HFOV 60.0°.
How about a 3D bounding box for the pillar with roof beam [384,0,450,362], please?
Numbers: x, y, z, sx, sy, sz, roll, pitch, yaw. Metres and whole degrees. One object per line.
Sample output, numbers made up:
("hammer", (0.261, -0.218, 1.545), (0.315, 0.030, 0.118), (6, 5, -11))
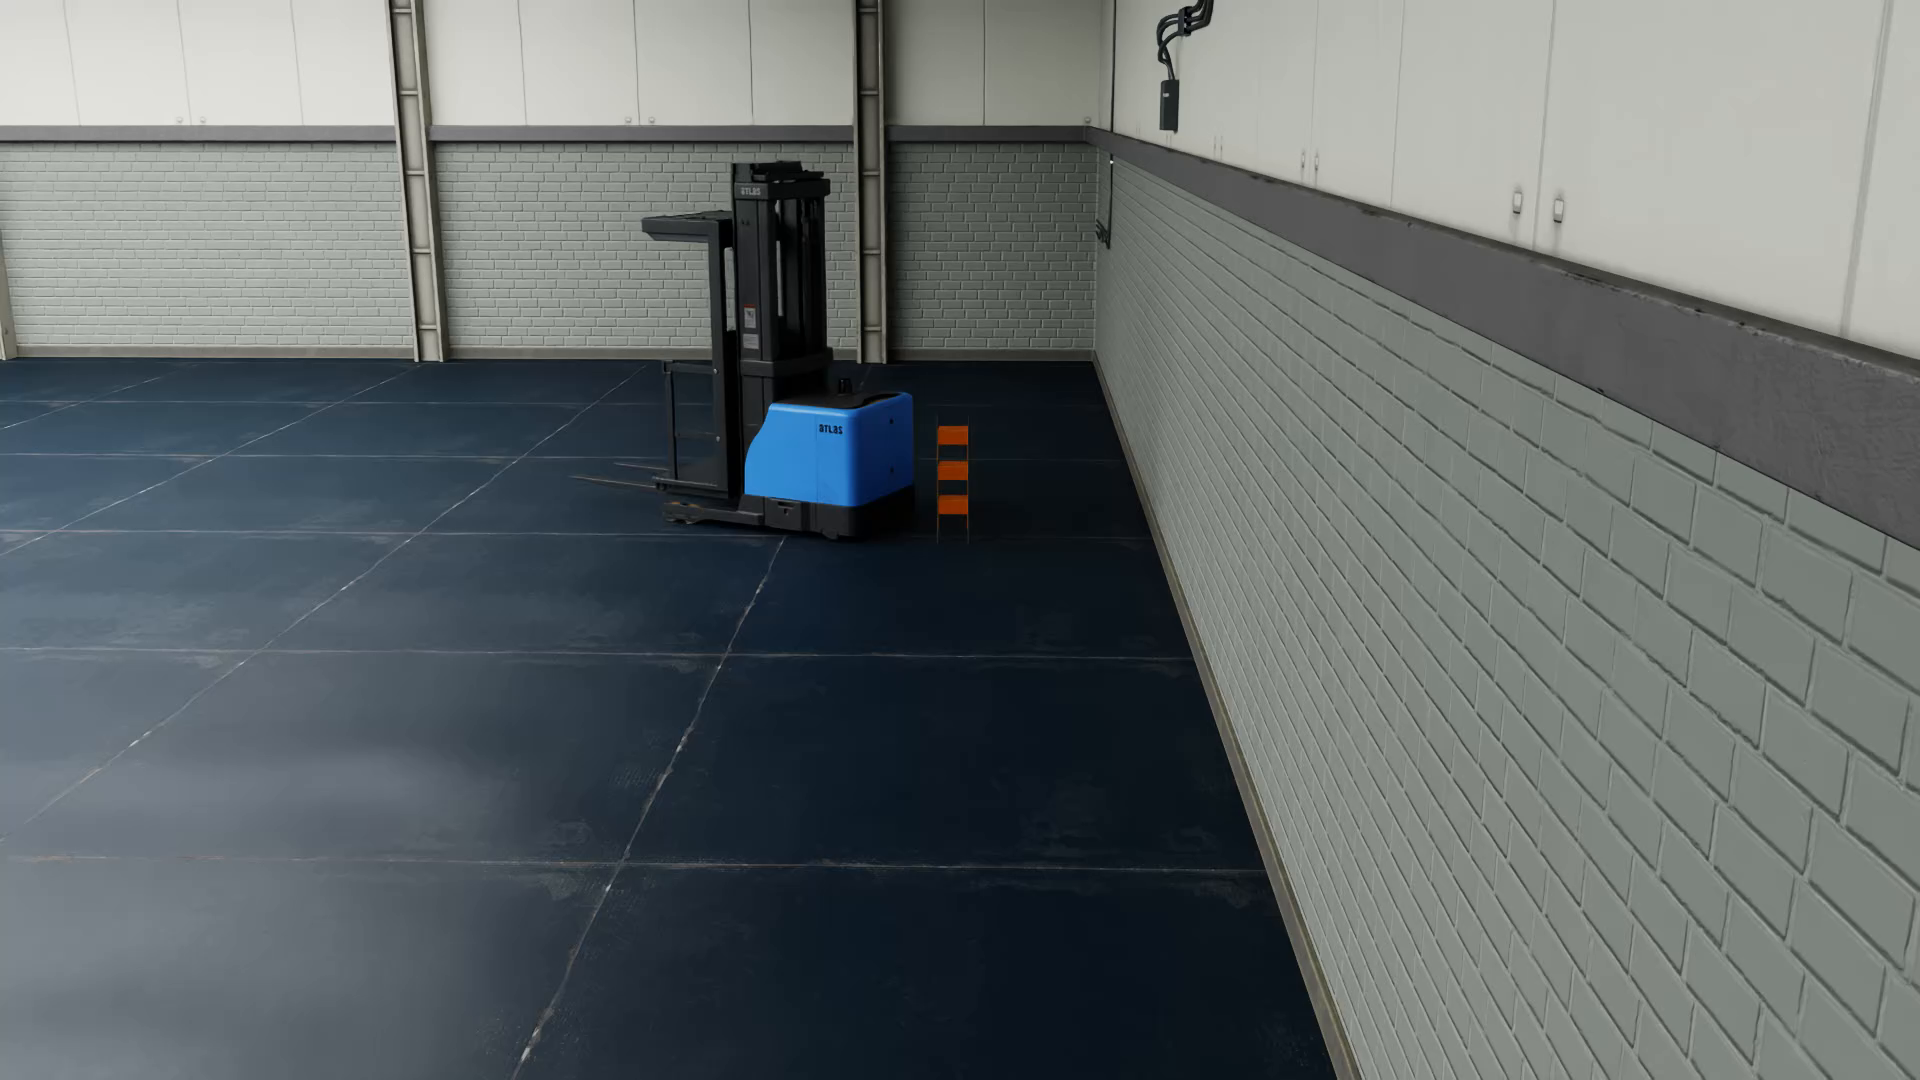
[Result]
("pillar with roof beam", (-7.286, -5.705, 17.323), (0.400, 9.000, 9.100), (0, 15, 1))

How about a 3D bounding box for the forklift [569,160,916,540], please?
("forklift", (-1.926, -1.659, 13.884), (3.031, 2.935, 1.130), (7, 16, 26))

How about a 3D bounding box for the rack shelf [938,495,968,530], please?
("rack shelf", (-0.053, -0.229, 13.281), (0.240, 0.259, 0.215), (0, 15, 1))

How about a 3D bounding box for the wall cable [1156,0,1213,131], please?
("wall cable", (1.475, -5.631, 10.376), (0.169, 6.003, 2.305), (0, 15, 1))

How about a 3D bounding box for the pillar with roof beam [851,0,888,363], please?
("pillar with roof beam", (-1.287, -5.666, 17.175), (0.400, 9.000, 9.100), (0, 15, 1))

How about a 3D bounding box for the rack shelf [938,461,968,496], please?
("rack shelf", (-0.053, -0.498, 13.210), (0.240, 0.259, 0.215), (0, 15, 1))

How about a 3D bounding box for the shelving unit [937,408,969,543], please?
("shelving unit", (-0.053, -0.508, 13.207), (0.252, 1.050, 0.215), (0, 15, 1))

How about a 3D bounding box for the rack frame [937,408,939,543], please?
("rack frame", (-0.175, -0.509, 13.210), (0.008, 1.050, 0.200), (0, 15, 1))

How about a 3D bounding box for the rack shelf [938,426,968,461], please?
("rack shelf", (-0.053, -0.772, 13.138), (0.240, 0.259, 0.215), (0, 15, 1))

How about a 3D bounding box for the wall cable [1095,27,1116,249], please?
("wall cable", (1.734, -4.906, 20.381), (0.112, 2.526, 3.097), (0, 15, 1))

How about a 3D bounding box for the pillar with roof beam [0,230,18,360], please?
("pillar with roof beam", (-13.284, -5.744, 17.471), (0.400, 9.000, 9.100), (0, 15, 1))

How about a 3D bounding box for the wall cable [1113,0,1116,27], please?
("wall cable", (1.665, -6.658, 17.122), (0.112, 2.526, 3.097), (0, 15, 1))
